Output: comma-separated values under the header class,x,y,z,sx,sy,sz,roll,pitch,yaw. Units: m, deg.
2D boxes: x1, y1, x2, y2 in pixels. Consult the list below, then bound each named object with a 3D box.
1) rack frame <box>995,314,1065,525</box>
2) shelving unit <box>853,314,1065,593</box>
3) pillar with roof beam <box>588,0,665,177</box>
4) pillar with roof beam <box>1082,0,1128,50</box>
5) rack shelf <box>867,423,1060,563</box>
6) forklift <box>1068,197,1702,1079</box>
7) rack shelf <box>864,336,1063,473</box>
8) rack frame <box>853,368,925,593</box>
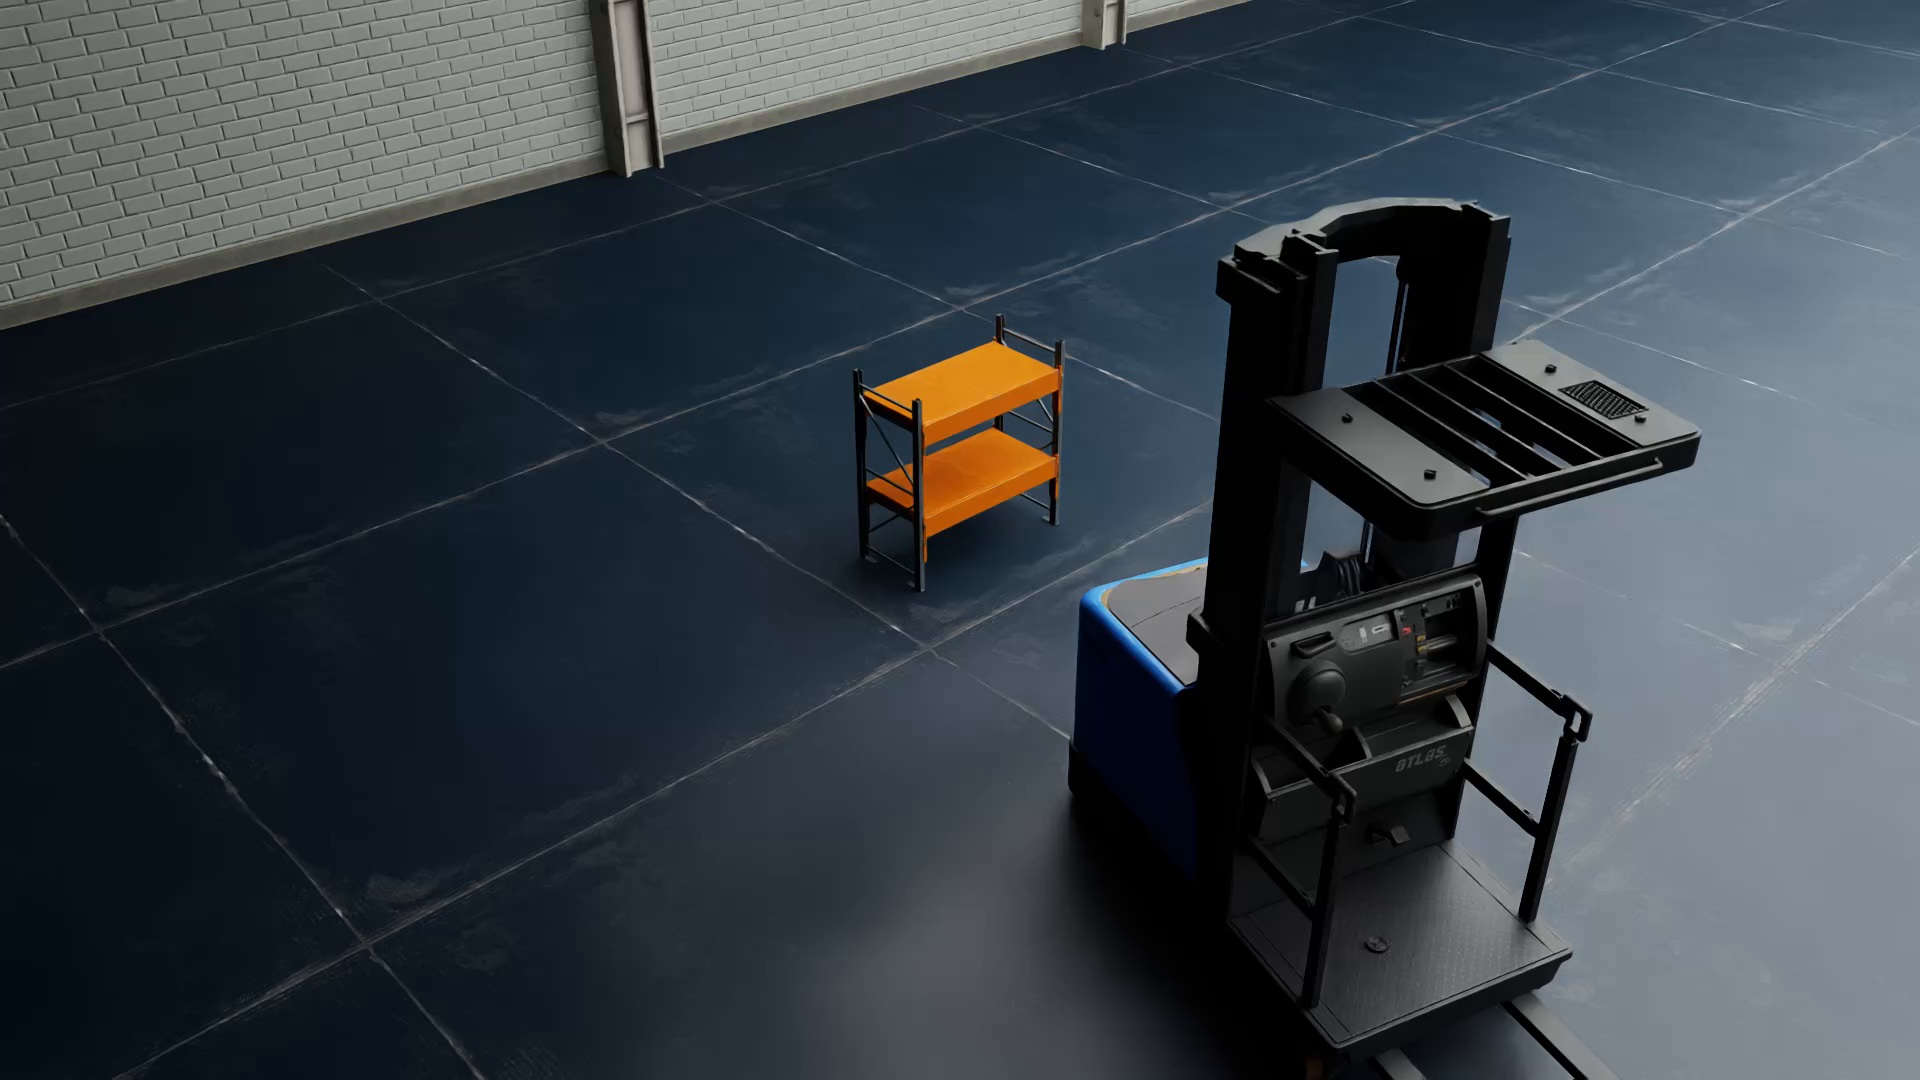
class,x,y,z,sx,sy,sz,roll,pitch,yaw
rack frame,0.378,-0.663,9.255,0.032,1.125,0.500,-26,40,-35
shelving unit,0.005,-0.482,8.960,1.048,1.125,0.538,-26,40,-35
pillar with roof beam,0.086,-5.457,9.548,0.400,9.000,9.100,-26,40,-35
pillar with roof beam,4.485,-7.585,13.029,0.400,9.000,9.100,-26,40,-35
rack shelf,0.005,-0.274,9.088,1.000,0.278,0.538,-26,40,-35
forklift,1.568,0.458,5.692,1.130,2.935,3.031,-14,34,-22
rack shelf,0.005,-0.732,8.808,1.000,0.278,0.538,-26,40,-35
rack frame,-0.368,-0.302,8.666,0.032,1.125,0.500,-26,40,-35
